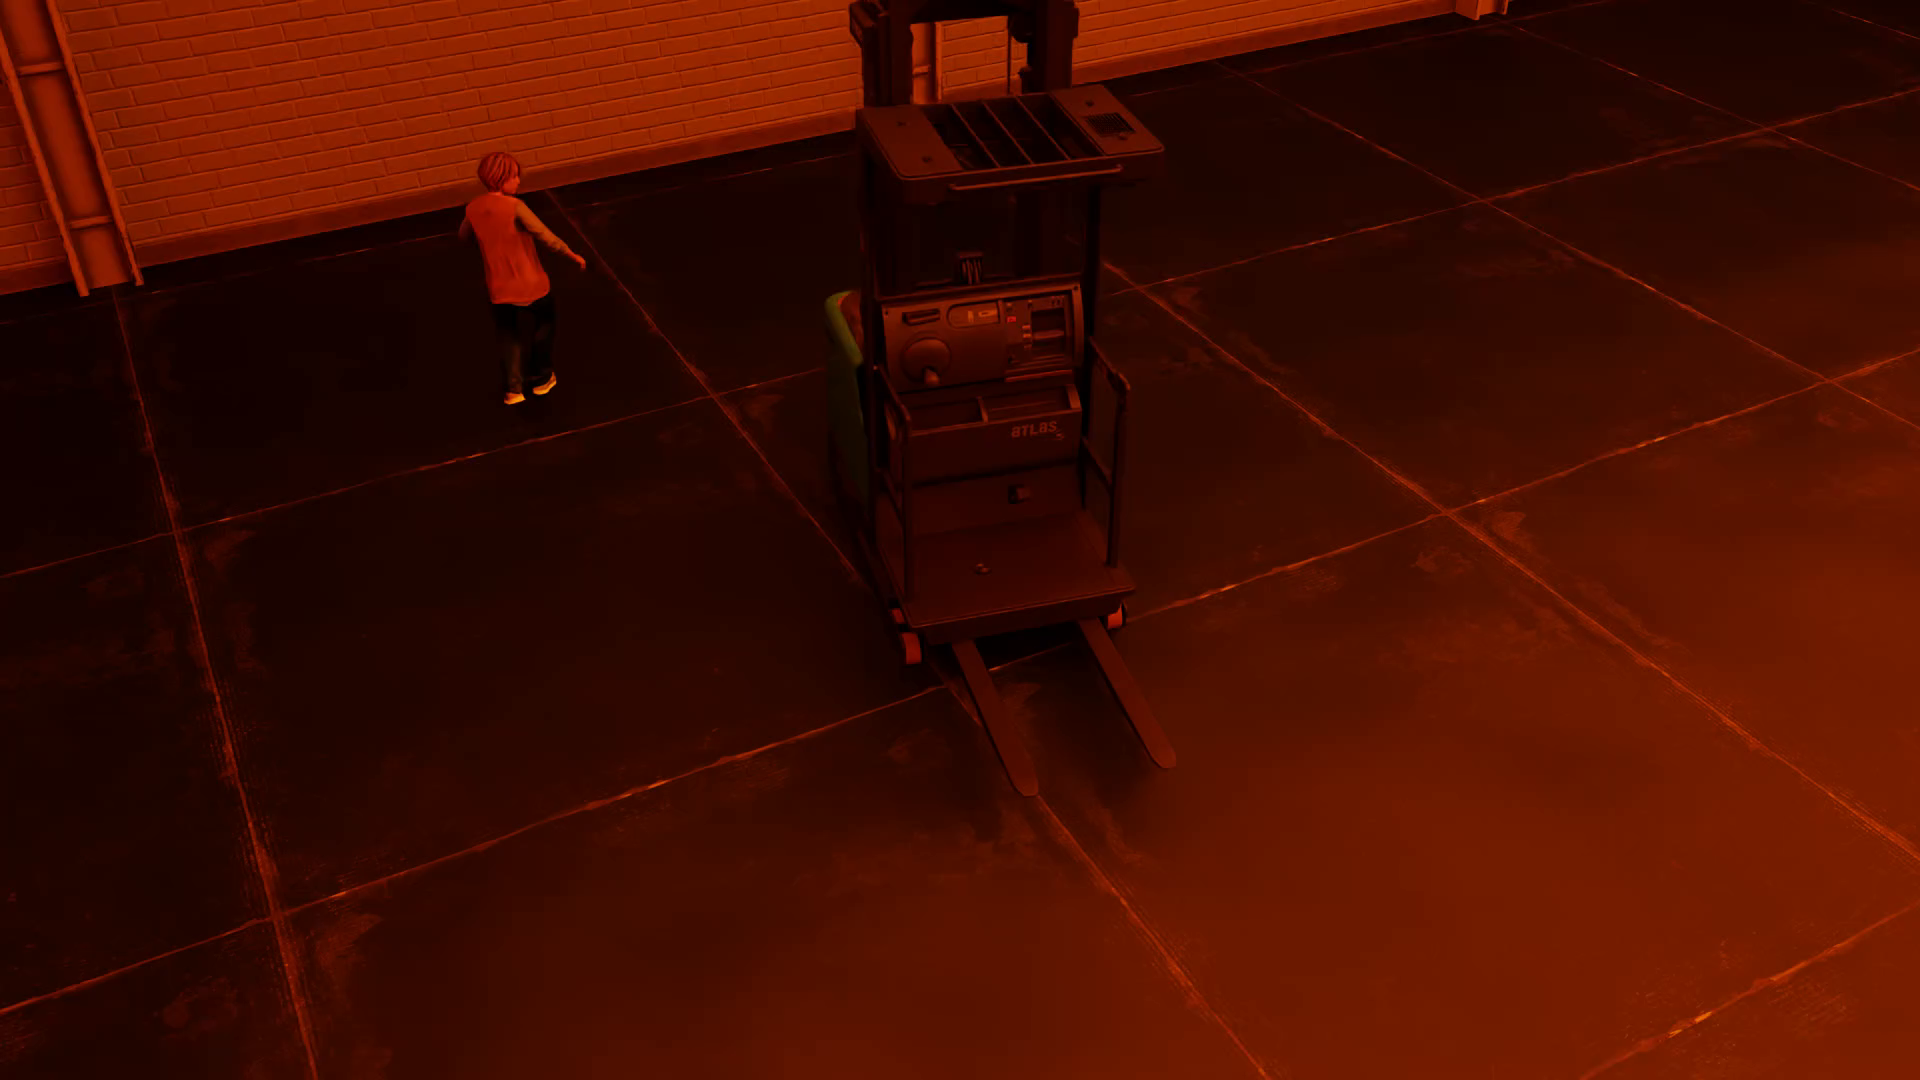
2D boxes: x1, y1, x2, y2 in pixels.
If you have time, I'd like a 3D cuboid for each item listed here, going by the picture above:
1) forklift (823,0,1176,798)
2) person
[{"bbox_3d":[0.169,-0.858,7.337,1.130,2.935,3.031,-9,36,-13],"label":"forklift"},{"bbox_3d":[-2.485,-1.503,9.497,0.694,1.499,0.672,2,35,3],"label":"person"}]
